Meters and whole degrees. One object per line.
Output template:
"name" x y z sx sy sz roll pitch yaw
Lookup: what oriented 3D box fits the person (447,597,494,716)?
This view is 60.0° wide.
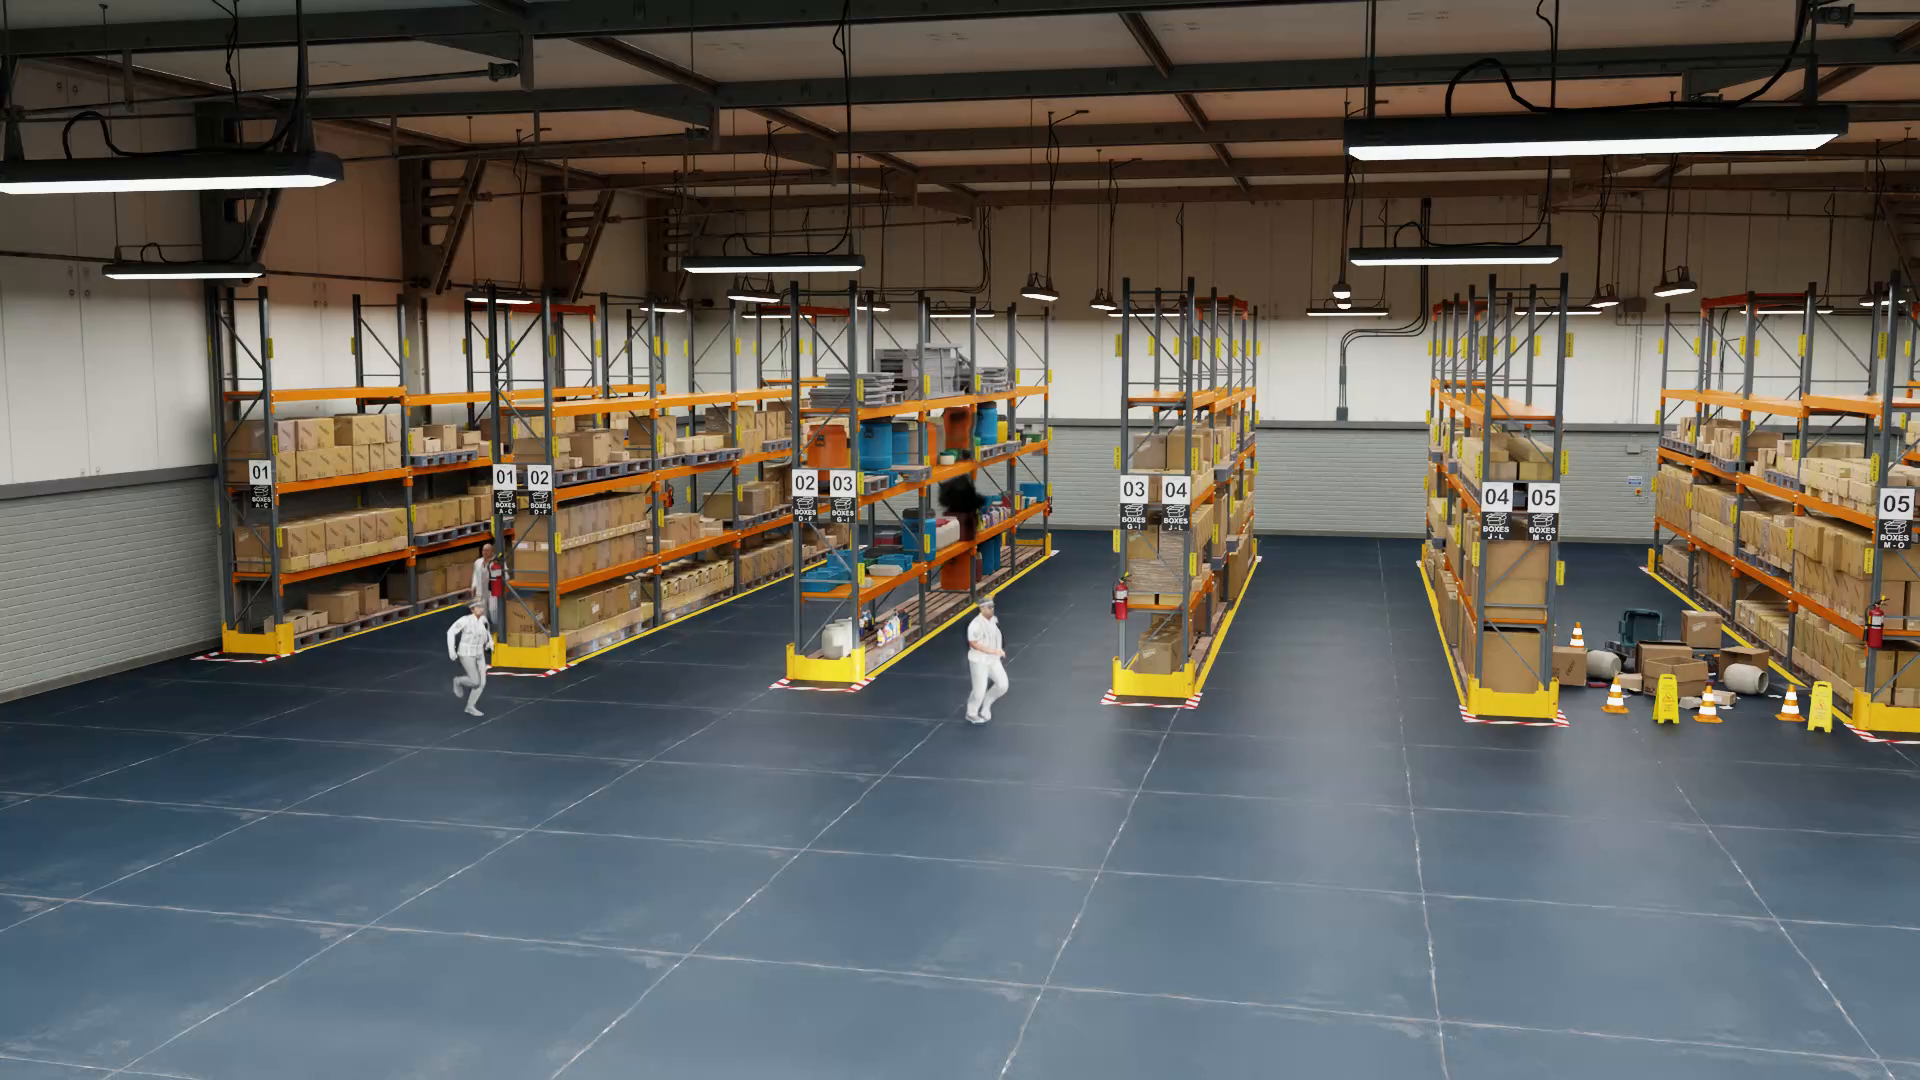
"person" -6.708 1.589 22.848 0.647 1.650 0.653 4 8 34

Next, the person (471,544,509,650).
"person" -7.864 0.932 27.834 0.711 1.750 0.884 1 7 8

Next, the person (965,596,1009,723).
"person" 0.373 1.594 22.127 0.730 1.733 0.641 6 9 43
